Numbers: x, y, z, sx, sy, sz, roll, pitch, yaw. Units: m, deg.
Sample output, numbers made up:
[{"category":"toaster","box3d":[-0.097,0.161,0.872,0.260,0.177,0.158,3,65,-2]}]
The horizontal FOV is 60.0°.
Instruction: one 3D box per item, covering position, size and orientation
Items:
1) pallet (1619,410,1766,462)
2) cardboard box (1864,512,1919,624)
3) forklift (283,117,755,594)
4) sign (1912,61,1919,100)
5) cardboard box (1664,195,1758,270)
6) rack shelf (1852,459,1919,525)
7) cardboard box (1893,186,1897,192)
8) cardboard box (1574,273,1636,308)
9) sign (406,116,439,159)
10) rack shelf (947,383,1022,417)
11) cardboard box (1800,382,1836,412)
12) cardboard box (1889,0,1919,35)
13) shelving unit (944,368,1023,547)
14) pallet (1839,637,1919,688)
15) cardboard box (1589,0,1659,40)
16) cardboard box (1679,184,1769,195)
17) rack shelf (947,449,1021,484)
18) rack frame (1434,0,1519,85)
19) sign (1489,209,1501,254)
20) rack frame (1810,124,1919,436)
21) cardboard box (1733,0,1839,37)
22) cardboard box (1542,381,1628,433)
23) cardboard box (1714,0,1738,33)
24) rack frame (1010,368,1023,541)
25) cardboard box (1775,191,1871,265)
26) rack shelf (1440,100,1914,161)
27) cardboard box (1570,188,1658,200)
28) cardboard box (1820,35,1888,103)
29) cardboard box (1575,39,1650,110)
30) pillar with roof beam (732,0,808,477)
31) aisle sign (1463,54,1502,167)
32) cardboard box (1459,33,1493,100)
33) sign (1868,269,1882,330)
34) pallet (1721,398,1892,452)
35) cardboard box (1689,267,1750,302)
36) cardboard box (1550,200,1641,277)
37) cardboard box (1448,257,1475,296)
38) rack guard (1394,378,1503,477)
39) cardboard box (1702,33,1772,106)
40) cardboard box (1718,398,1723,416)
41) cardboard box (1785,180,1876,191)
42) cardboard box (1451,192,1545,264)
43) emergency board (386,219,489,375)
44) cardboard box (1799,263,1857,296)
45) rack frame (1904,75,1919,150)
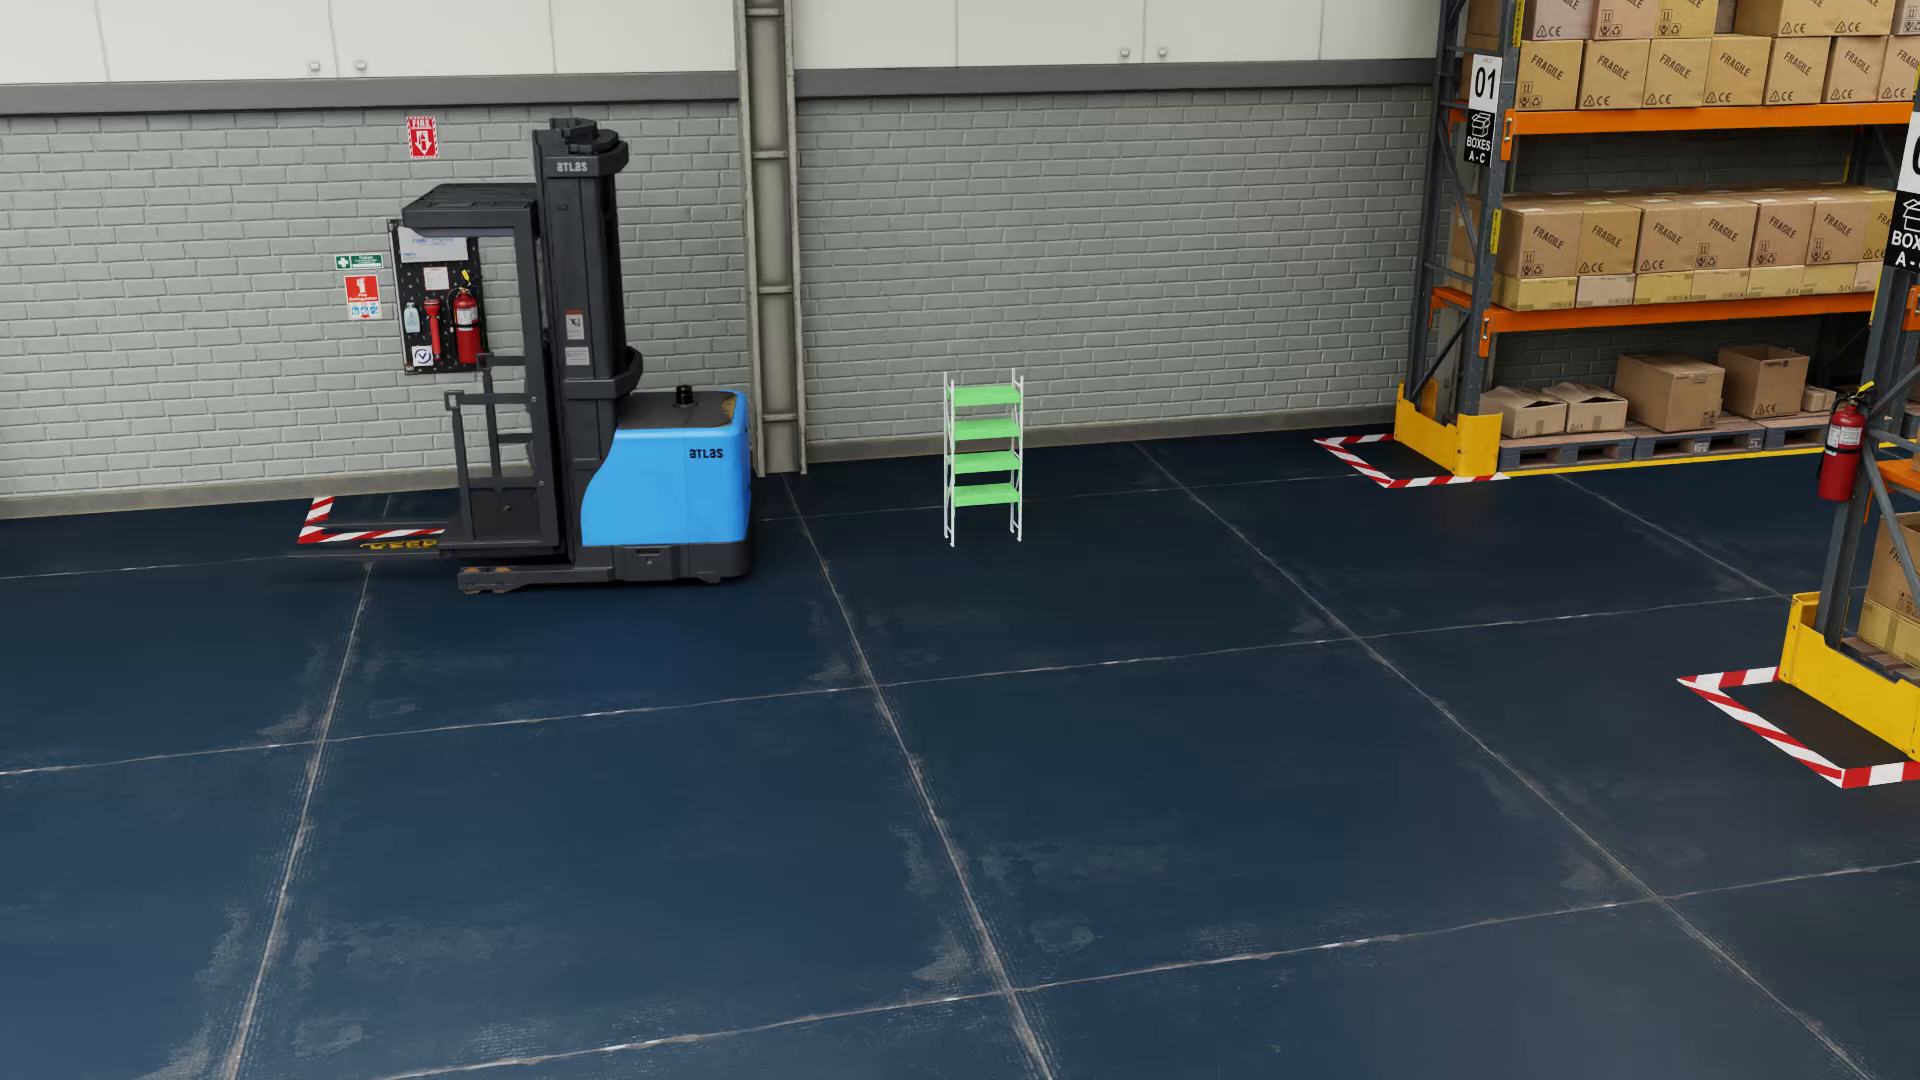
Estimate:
[{"category":"pallet","box3d":[5.971,-0.947,14.094,1.213,0.211,1.003,-5,21,-12]},{"category":"cardboard box","box3d":[5.510,0.155,9.328,0.500,0.500,0.500,-5,21,-12]},{"category":"forklift","box3d":[-2.942,-1.212,10.861,3.031,2.935,1.130,-1,20,-4]},{"category":"sign","box3d":[4.945,-2.415,8.513,0.005,0.325,0.100,-5,21,-12]},{"category":"cardboard box","box3d":[5.934,-2.451,13.242,0.500,0.500,0.500,-4,20,-11]},{"category":"rack shelf","box3d":[7.003,-0.265,9.224,4.000,0.370,1.077,-5,21,-12]},{"category":"cardboard box","box3d":[8.309,-2.702,14.044,0.500,0.500,0.700,-5,21,-12]},{"category":"cardboard box","box3d":[4.963,-2.020,13.157,0.500,0.250,0.500,-5,21,-14]},{"category":"sign","box3d":[-3.888,-2.911,12.031,0.199,0.298,0.001,-5,21,-12]},{"category":"rack shelf","box3d":[0.161,-0.967,11.501,0.480,0.148,0.258,-5,21,-12]},{"category":"cardboard box","box3d":[7.292,-1.243,14.327,0.250,0.166,0.380,-7,21,-20]},{"category":"cardboard box","box3d":[7.380,-4.223,12.994,0.500,0.500,0.500,-6,21,-17]},{"category":"shelving unit","box3d":[0.161,-0.576,11.644,0.503,1.200,0.258,-5,21,-12]},{"category":"pallet","box3d":[5.791,0.790,9.352,1.213,0.211,1.003,-5,21,-12]},{"category":"cardboard box","box3d":[4.843,-4.009,12.409,0.500,0.500,0.500,-5,21,-13]},{"category":"cardboard box","box3d":[6.310,-2.666,13.830,0.500,0.500,0.500,-4,21,-11]},{"category":"rack shelf","box3d":[0.161,-0.516,11.666,0.480,0.148,0.258,-5,21,-12]},{"category":"rack frame","box3d":[3.913,-4.920,12.162,0.127,3.000,1.000,-5,21,-12]},{"category":"sign","box3d":[4.038,-2.328,12.550,0.005,0.325,0.100,-5,21,-12]},{"category":"rack frame","box3d":[7.806,-2.419,14.058,0.127,3.000,1.000,-5,21,-12]},{"category":"cardboard box","box3d":[6.344,-4.132,12.743,0.500,0.500,0.500,-5,21,-14]},{"category":"cardboard box","box3d":[5.162,-1.117,13.771,0.500,0.311,0.500,-3,20,-8]},{"category":"cardboard box","box3d":[5.777,-4.275,13.134,0.500,0.500,0.500,-5,21,-13]},{"category":"rack frame","box3d":[0.399,-0.596,11.697,0.015,1.200,0.240,-5,21,-12]},{"category":"cardboard box","box3d":[6.932,-2.528,13.454,0.500,0.500,0.500,-5,21,-13]},{"category":"rack shelf","box3d":[5.859,-3.332,13.234,4.000,0.370,1.077,-5,21,-12]},{"category":"cardboard box","box3d":[5.317,-2.581,13.599,0.500,0.500,0.500,-5,21,-14]},{"category":"cardboard box","box3d":[6.876,-3.726,13.089,0.500,0.500,0.500,-6,21,-17]},{"category":"cardboard box","box3d":[4.827,-3.541,12.585,0.500,0.500,0.500,-3,20,-9]},{"category":"pillar with roof beam","box3d":[-0.453,-3.349,7.874,0.400,9.000,9.100,-5,21,-12]},{"category":"aisle sign","box3d":[3.912,-3.217,12.457,0.004,0.787,0.394,-5,21,-12]},{"category":"cardboard box","box3d":[4.261,-3.685,12.979,0.500,0.500,0.500,-3,20,-9]},{"category":"sign","box3d":[4.945,-1.283,8.927,0.005,0.325,0.100,-5,21,-12]},{"category":"pallet","box3d":[7.160,-1.045,14.361,1.213,0.211,1.003,-5,21,-12]},{"category":"cardboard box","box3d":[5.952,-2.098,13.369,0.500,0.250,0.500,-4,21,-12]},{"category":"cardboard box","box3d":[4.930,-2.367,13.014,0.500,0.500,0.500,-5,21,-12]},{"category":"cardboard box","box3d":[4.323,-2.144,13.495,0.500,0.250,0.500,-4,21,-12]},{"category":"rack guard","box3d":[3.987,-0.935,13.641,0.348,0.500,1.175,-5,21,-12]},{"category":"cardboard box","box3d":[5.848,-3.633,12.836,0.500,0.500,0.500,-3,20,-9]},{"category":"cardboard box","box3d":[6.244,-1.167,14.146,0.250,0.149,0.380,-6,21,-17]},{"category":"cardboard box","box3d":[7.300,-2.743,14.041,0.500,0.500,0.500,-5,21,-14]},{"category":"cardboard box","box3d":[4.323,-2.502,13.384,0.500,0.500,0.500,-5,21,-13]},{"category":"emergency board","box3d":[-3.858,-1.790,12.340,0.643,1.169,0.194,-5,21,-12]},{"category":"cardboard box","box3d":[6.928,-2.183,13.601,0.500,0.250,0.500,-5,21,-12]},{"category":"rack frame","box3d":[5.056,-3.262,7.636,0.127,3.000,1.000,-5,21,-12]}]
